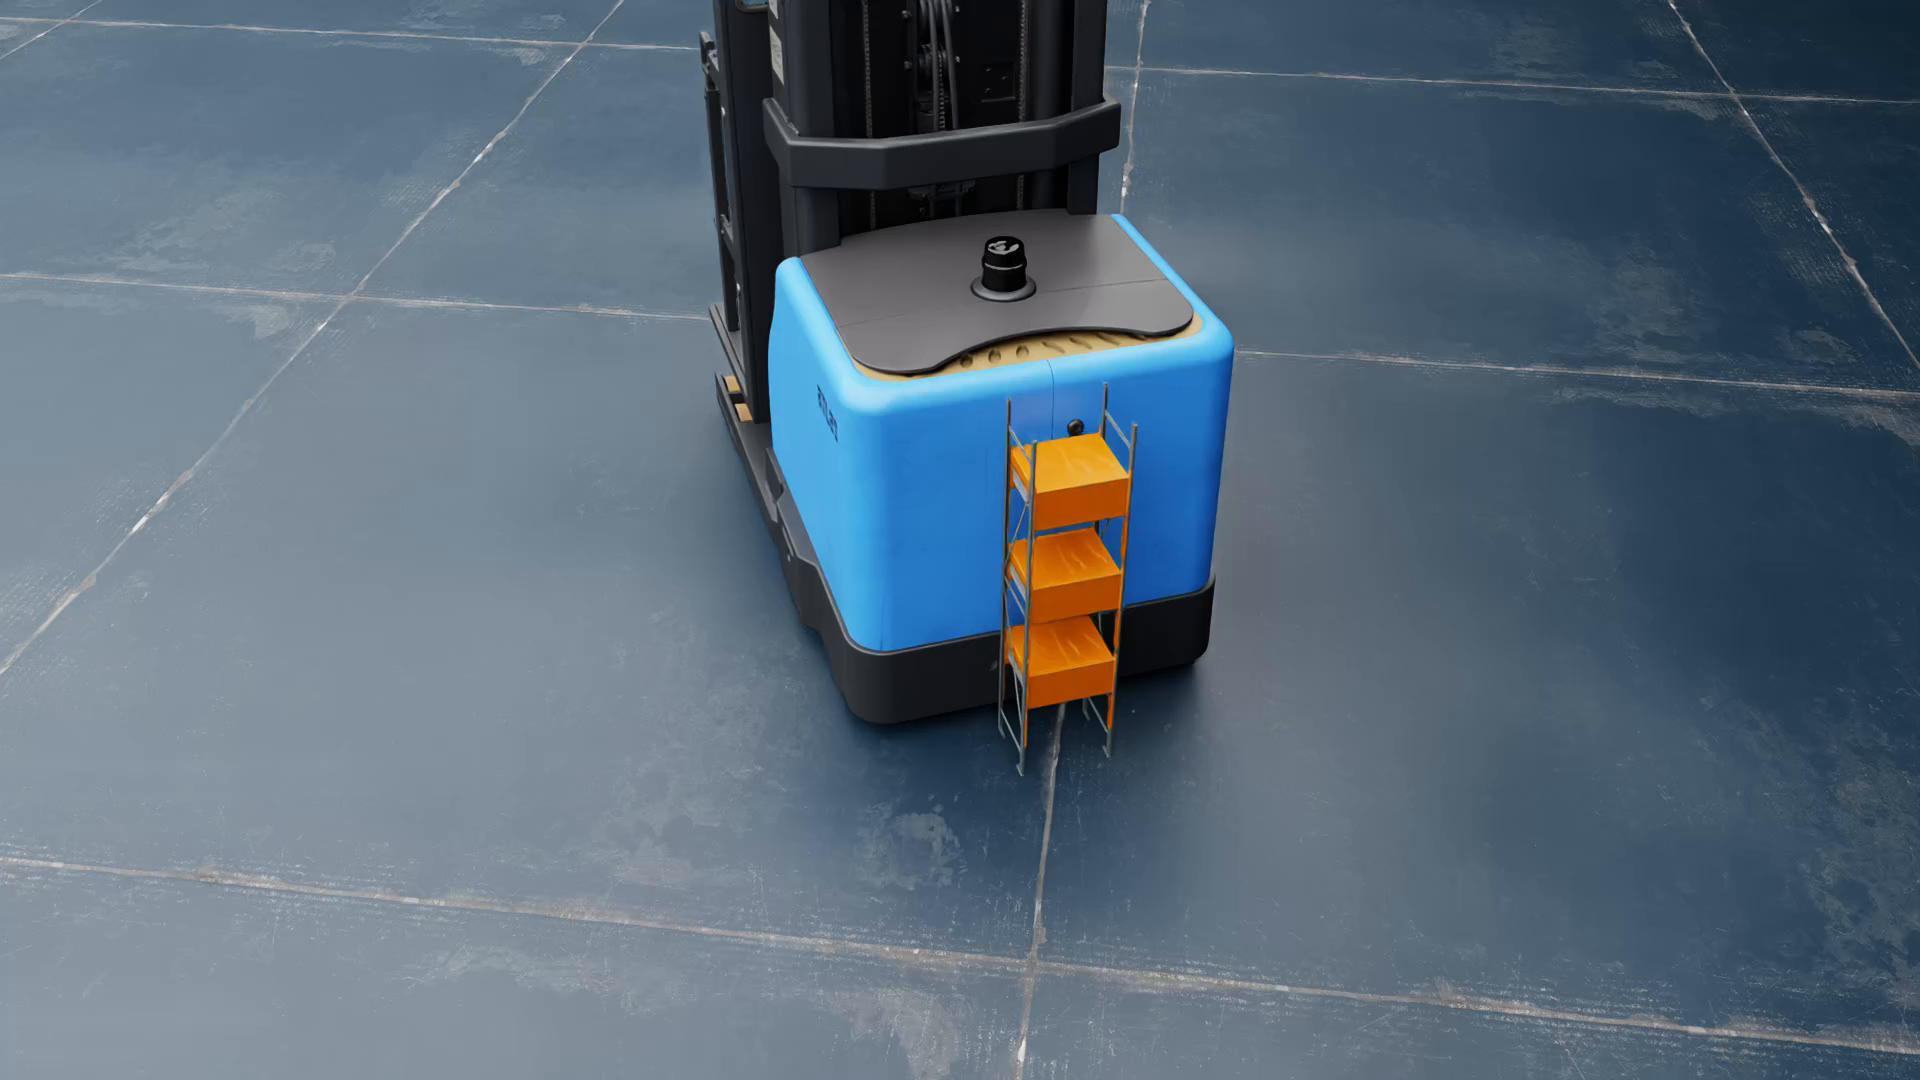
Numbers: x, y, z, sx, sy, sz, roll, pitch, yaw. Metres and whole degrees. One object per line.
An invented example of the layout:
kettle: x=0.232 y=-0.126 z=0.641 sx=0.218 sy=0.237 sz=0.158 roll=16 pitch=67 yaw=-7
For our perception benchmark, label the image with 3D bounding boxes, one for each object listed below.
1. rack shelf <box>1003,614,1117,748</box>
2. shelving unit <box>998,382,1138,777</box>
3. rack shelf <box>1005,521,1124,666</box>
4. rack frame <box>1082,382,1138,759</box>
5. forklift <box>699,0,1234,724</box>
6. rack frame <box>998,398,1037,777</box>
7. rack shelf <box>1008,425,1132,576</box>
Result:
rack shelf: x=0.254 y=0.356 z=4.341 sx=0.240 sy=0.259 sz=0.215 roll=-10 pitch=38 yaw=-14
shelving unit: x=0.255 y=0.124 z=4.169 sx=0.252 sy=1.050 sz=0.215 roll=-10 pitch=38 yaw=-14
rack shelf: x=0.255 y=0.132 z=4.175 sx=0.240 sy=0.259 sz=0.215 roll=-10 pitch=38 yaw=-14
rack frame: x=0.372 y=0.103 z=4.198 sx=0.008 sy=1.050 sz=0.200 roll=-10 pitch=38 yaw=-14
forklift: x=-0.220 y=-1.558 z=4.909 sx=1.130 sy=2.935 sz=3.031 roll=-10 pitch=37 yaw=-14
rack frame: x=0.138 y=0.145 z=4.140 sx=0.008 sy=1.050 sz=0.200 roll=-10 pitch=38 yaw=-14
rack shelf: x=0.256 y=-0.096 z=4.006 sx=0.240 sy=0.259 sz=0.215 roll=-10 pitch=38 yaw=-14
